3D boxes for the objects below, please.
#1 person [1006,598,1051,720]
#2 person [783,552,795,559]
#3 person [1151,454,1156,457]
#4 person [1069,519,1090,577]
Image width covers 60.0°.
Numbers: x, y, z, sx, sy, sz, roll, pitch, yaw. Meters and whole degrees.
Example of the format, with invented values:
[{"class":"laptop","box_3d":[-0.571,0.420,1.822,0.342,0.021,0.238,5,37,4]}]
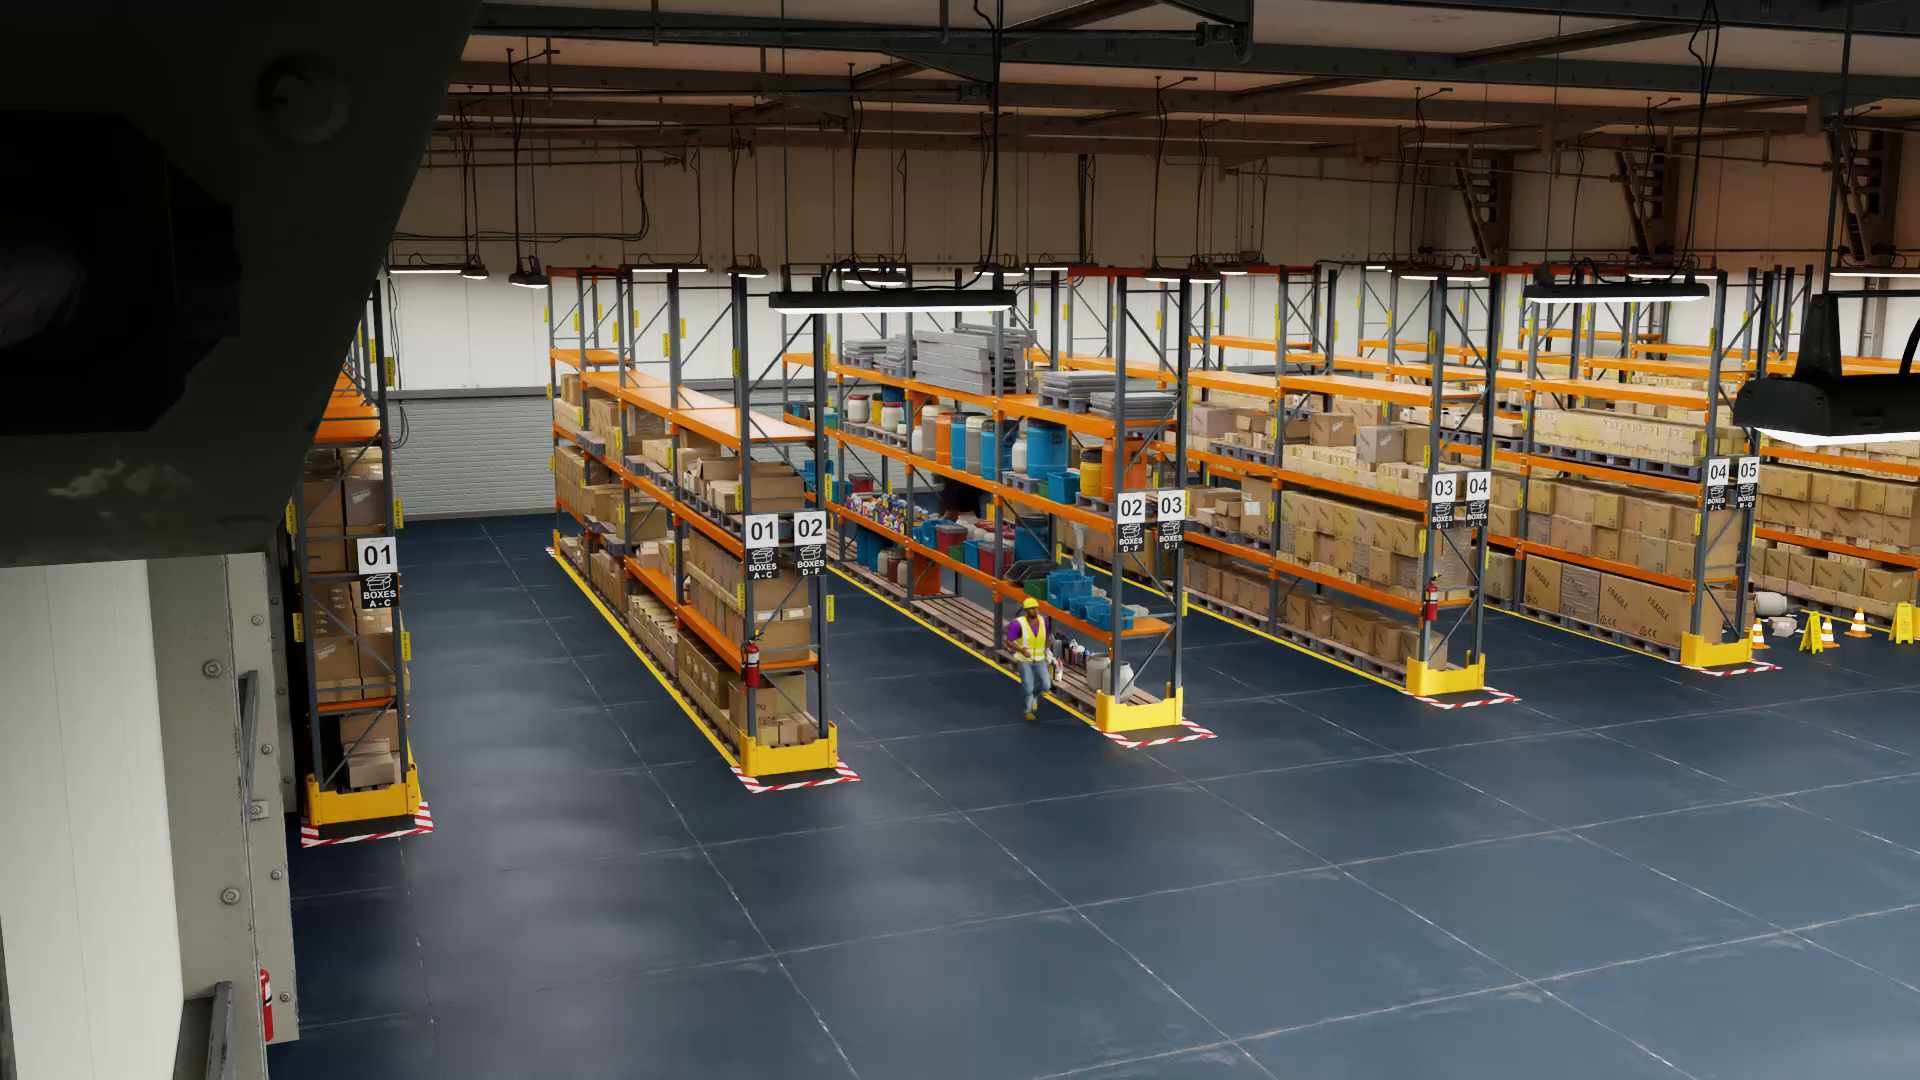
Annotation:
[{"class":"person","box_3d":[0.974,1.615,22.455,0.690,1.703,0.584,-4,11,-22]},{"class":"person","box_3d":[-3.175,0.132,29.821,0.575,1.673,0.913,-5,11,-26]},{"class":"person","box_3d":[4.444,-1.221,39.034,0.669,1.603,0.578,-2,10,-9]},{"class":"person","box_3d":[2.290,-0.191,31.428,0.559,1.733,0.786,-3,10,-19]}]
